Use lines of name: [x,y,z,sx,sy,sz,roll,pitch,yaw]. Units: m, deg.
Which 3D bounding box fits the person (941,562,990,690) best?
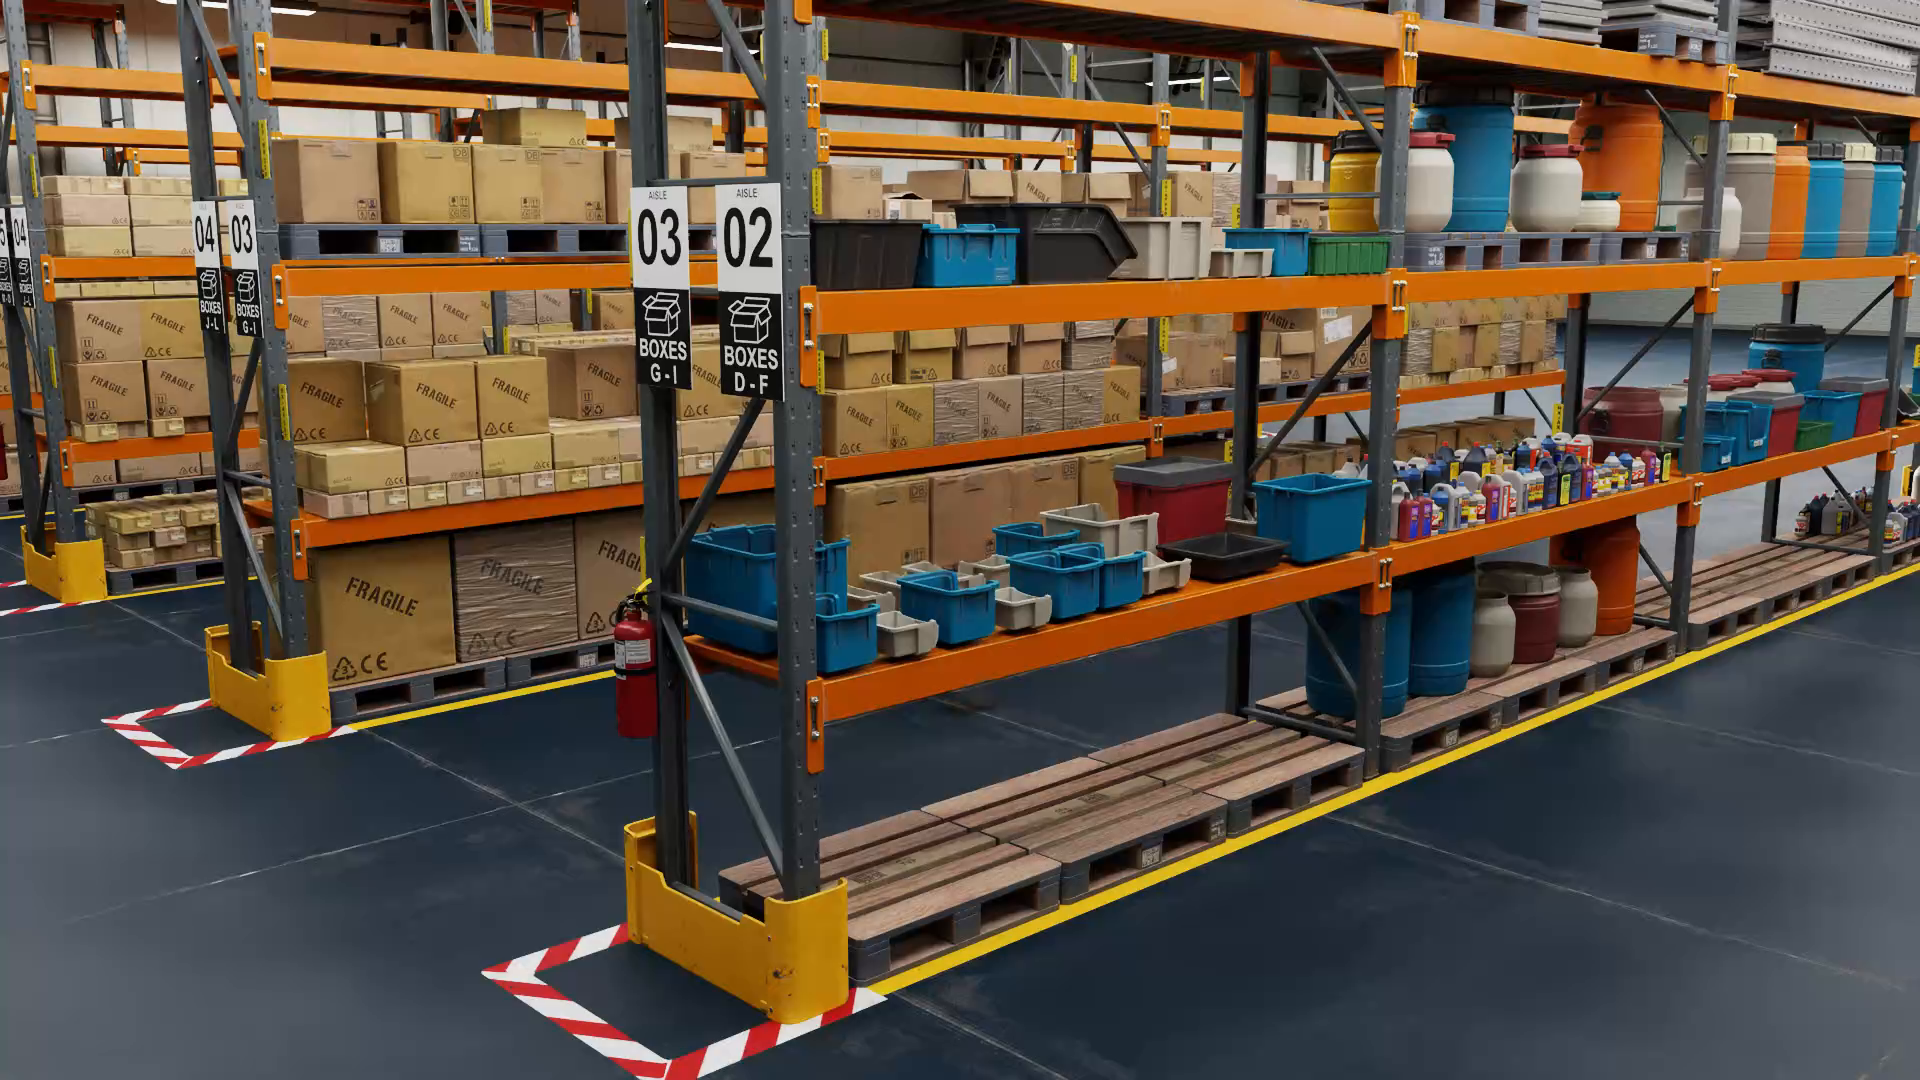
person: [-0.157,0.577,10.895,0.478,0.931,0.806,-10,15,-43]
